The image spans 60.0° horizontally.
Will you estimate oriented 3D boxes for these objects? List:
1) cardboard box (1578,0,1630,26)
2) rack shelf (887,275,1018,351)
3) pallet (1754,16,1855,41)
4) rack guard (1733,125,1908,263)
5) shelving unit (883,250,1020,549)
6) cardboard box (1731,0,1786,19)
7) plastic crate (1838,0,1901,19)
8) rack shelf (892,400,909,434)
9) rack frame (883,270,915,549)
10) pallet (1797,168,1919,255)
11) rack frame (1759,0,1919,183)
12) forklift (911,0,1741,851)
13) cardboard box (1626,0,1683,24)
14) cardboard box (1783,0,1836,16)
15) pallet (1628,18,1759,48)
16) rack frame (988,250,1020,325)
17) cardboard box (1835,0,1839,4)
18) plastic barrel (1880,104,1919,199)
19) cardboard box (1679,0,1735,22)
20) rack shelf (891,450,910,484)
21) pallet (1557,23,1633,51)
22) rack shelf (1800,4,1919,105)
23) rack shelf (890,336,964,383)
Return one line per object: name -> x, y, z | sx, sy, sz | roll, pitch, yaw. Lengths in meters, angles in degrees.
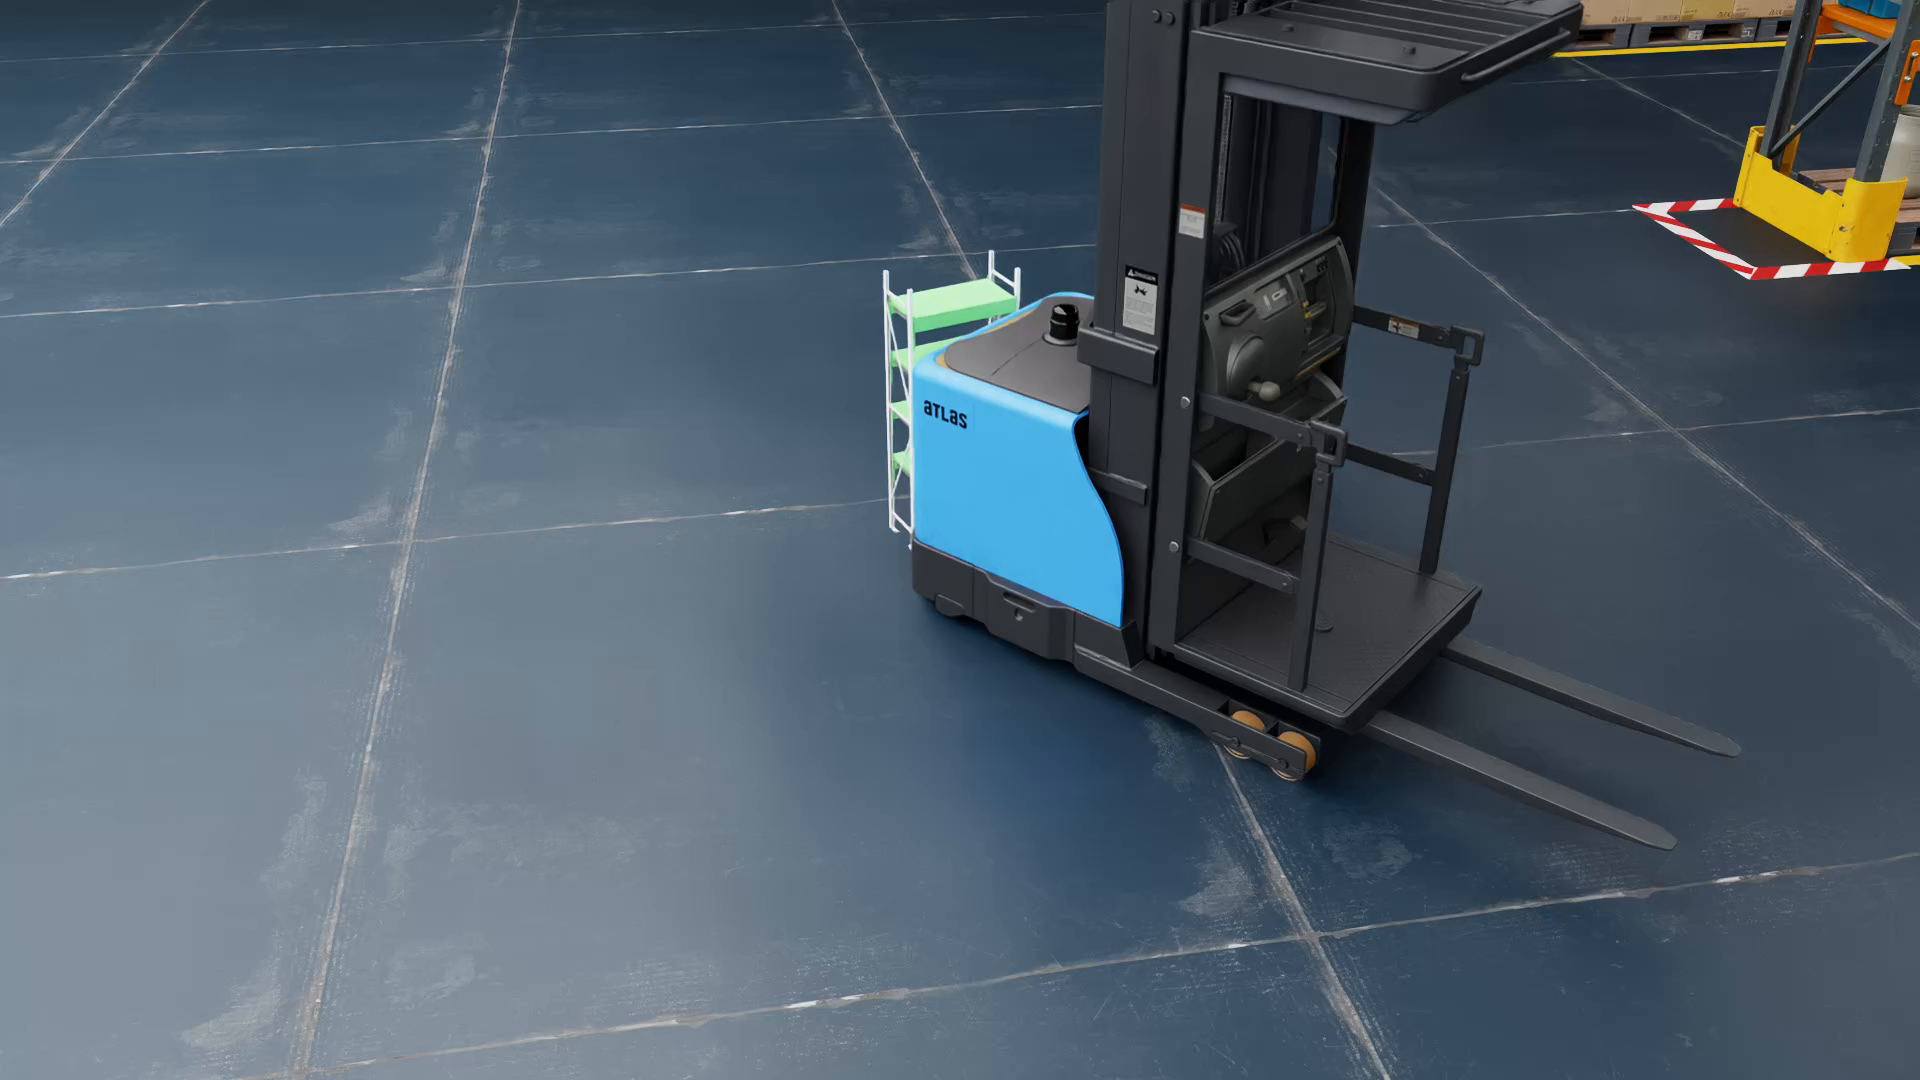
cardboard box -> 5.507, -4.700, 14.582 | 0.500, 0.250, 0.500 | -5, 31, -9
rack shelf -> -0.033, -0.937, 6.839 | 0.480, 0.148, 0.258 | -15, 34, -24
pallet -> 7.593, -4.830, 15.256 | 1.213, 0.211, 1.003 | -5, 31, -9
rack guard -> 5.403, -2.201, 10.500 | 0.348, 0.500, 1.175 | -5, 31, -9
shelving unit -> -0.033, -0.578, 7.050 | 0.503, 1.200, 0.258 | -15, 34, -24
cardboard box -> 6.983, -4.834, 14.811 | 0.500, 0.250, 0.500 | -5, 31, -9
plastic crate -> 5.775, -3.379, 10.184 | 0.616, 0.251, 0.499 | -5, 31, -9
rack shelf -> -0.033, -0.523, 7.082 | 0.480, 0.148, 0.258 | -15, 34, -24
rack frame -> -0.249, -0.521, 6.952 | 0.015, 1.200, 0.240 | -15, 34, -24
pallet -> 6.203, -2.148, 10.695 | 1.213, 0.211, 1.003 | -5, 31, -9
rack frame -> 5.337, -3.248, 9.815 | 0.127, 3.000, 1.000 | -5, 31, -9
forklift -> 1.261, -0.726, 5.593 | 3.031, 2.935, 1.130 | 23, 37, 33
cardboard box -> 5.999, -4.745, 14.659 | 0.500, 0.250, 0.500 | -5, 31, -9
cardboard box -> 7.472, -4.887, 14.901 | 0.500, 0.250, 0.500 | -5, 31, -9
pallet -> 6.390, -4.717, 15.063 | 1.213, 0.211, 1.003 | -5, 31, -9
rack frame -> 0.183, -0.636, 7.148 | 0.015, 1.200, 0.240 | -15, 34, -24
cardboard box -> 7.966, -4.928, 14.970 | 0.500, 0.250, 0.500 | -5, 31, -9
plastic barrel -> 5.970, -2.455, 10.506 | 0.421, 0.512, 0.421 | 0, 30, 0
cardboard box -> 6.491, -4.788, 14.732 | 0.500, 0.250, 0.500 | -5, 31, -9
rack shelf -> -0.033, -0.316, 7.204 | 0.480, 0.148, 0.258 | -15, 34, -24
pallet -> 5.193, -4.607, 14.877 | 1.213, 0.211, 1.003 | -5, 31, -9
rack shelf -> 7.304, -3.121, 10.308 | 4.000, 0.370, 1.077 | -5, 31, -9
rack shelf -> -0.033, -0.730, 6.961 | 0.480, 0.148, 0.258 | -15, 34, -24
